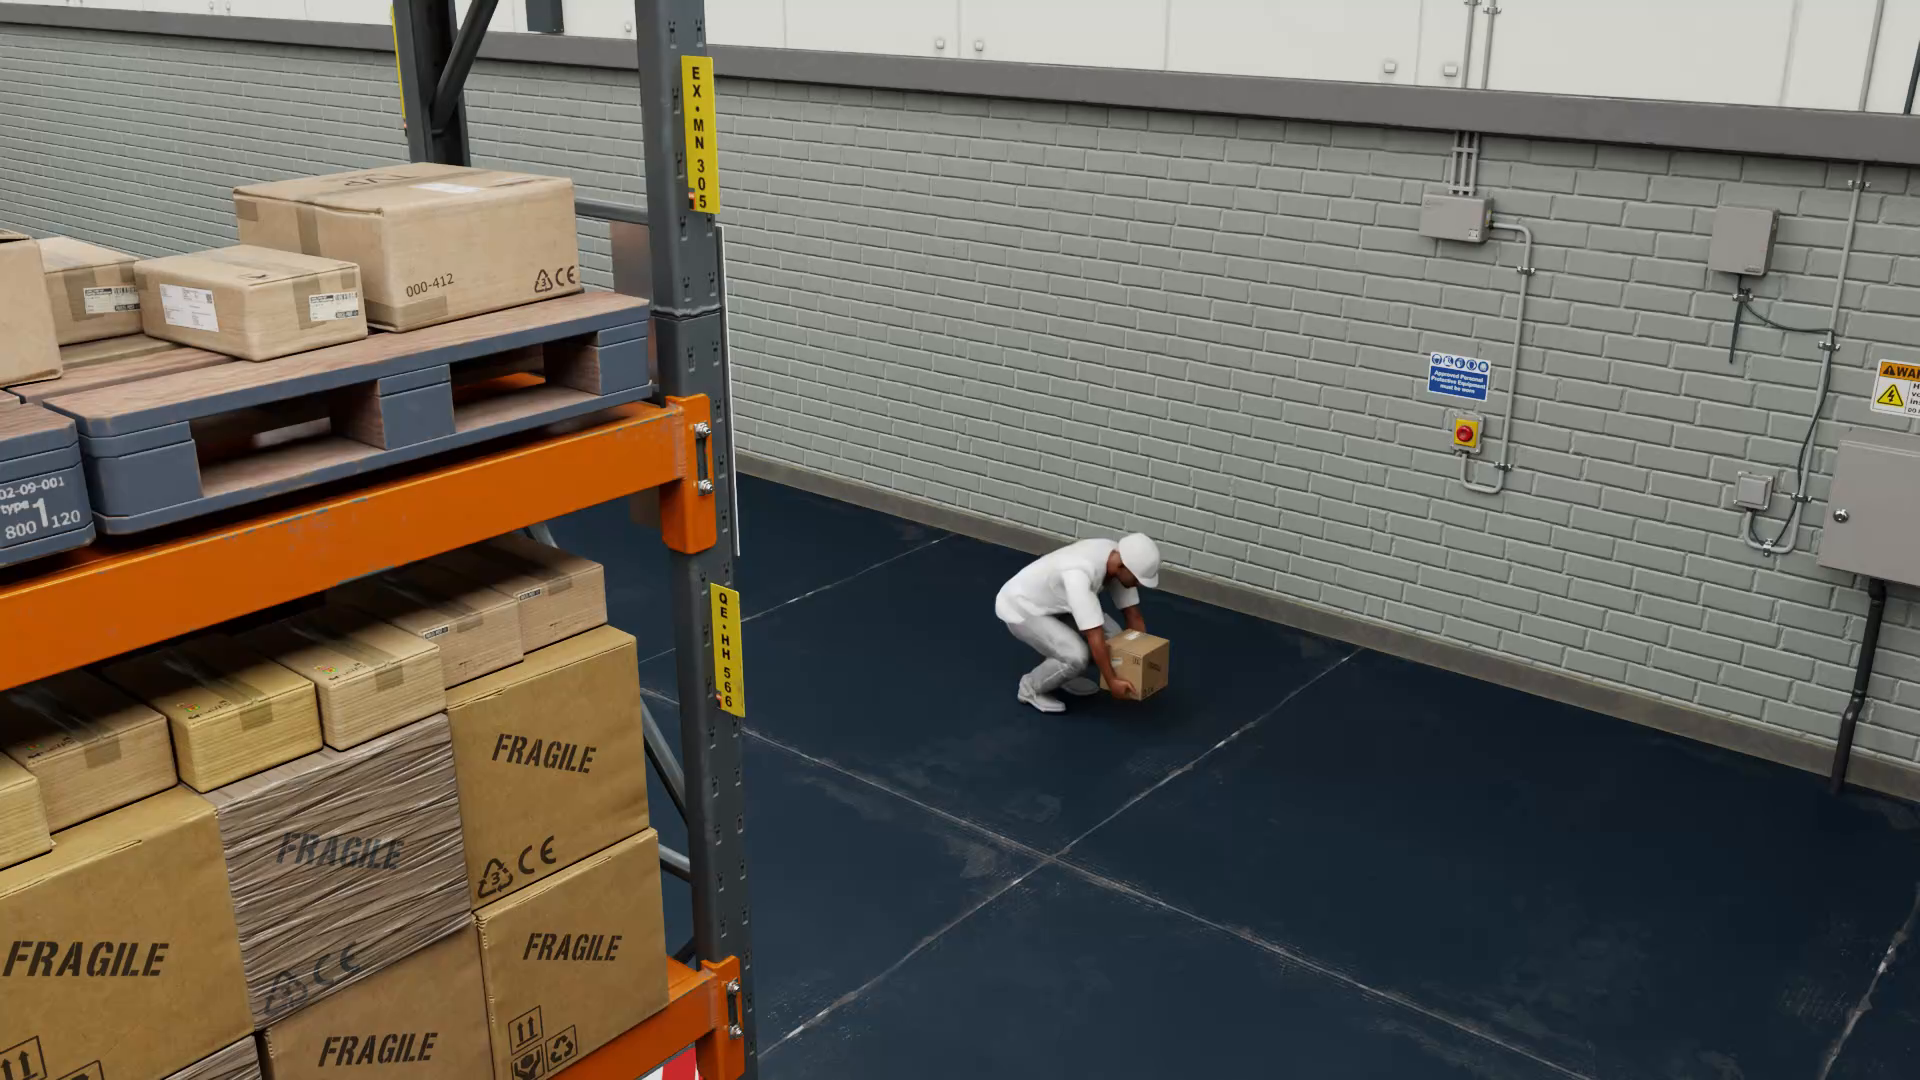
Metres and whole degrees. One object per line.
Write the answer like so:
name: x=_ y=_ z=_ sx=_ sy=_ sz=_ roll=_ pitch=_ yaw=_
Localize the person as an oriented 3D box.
person: x=0.628 y=0.383 z=8.605 sx=0.872 sy=1.011 sz=0.540 roll=15 pitch=25 yaw=35
